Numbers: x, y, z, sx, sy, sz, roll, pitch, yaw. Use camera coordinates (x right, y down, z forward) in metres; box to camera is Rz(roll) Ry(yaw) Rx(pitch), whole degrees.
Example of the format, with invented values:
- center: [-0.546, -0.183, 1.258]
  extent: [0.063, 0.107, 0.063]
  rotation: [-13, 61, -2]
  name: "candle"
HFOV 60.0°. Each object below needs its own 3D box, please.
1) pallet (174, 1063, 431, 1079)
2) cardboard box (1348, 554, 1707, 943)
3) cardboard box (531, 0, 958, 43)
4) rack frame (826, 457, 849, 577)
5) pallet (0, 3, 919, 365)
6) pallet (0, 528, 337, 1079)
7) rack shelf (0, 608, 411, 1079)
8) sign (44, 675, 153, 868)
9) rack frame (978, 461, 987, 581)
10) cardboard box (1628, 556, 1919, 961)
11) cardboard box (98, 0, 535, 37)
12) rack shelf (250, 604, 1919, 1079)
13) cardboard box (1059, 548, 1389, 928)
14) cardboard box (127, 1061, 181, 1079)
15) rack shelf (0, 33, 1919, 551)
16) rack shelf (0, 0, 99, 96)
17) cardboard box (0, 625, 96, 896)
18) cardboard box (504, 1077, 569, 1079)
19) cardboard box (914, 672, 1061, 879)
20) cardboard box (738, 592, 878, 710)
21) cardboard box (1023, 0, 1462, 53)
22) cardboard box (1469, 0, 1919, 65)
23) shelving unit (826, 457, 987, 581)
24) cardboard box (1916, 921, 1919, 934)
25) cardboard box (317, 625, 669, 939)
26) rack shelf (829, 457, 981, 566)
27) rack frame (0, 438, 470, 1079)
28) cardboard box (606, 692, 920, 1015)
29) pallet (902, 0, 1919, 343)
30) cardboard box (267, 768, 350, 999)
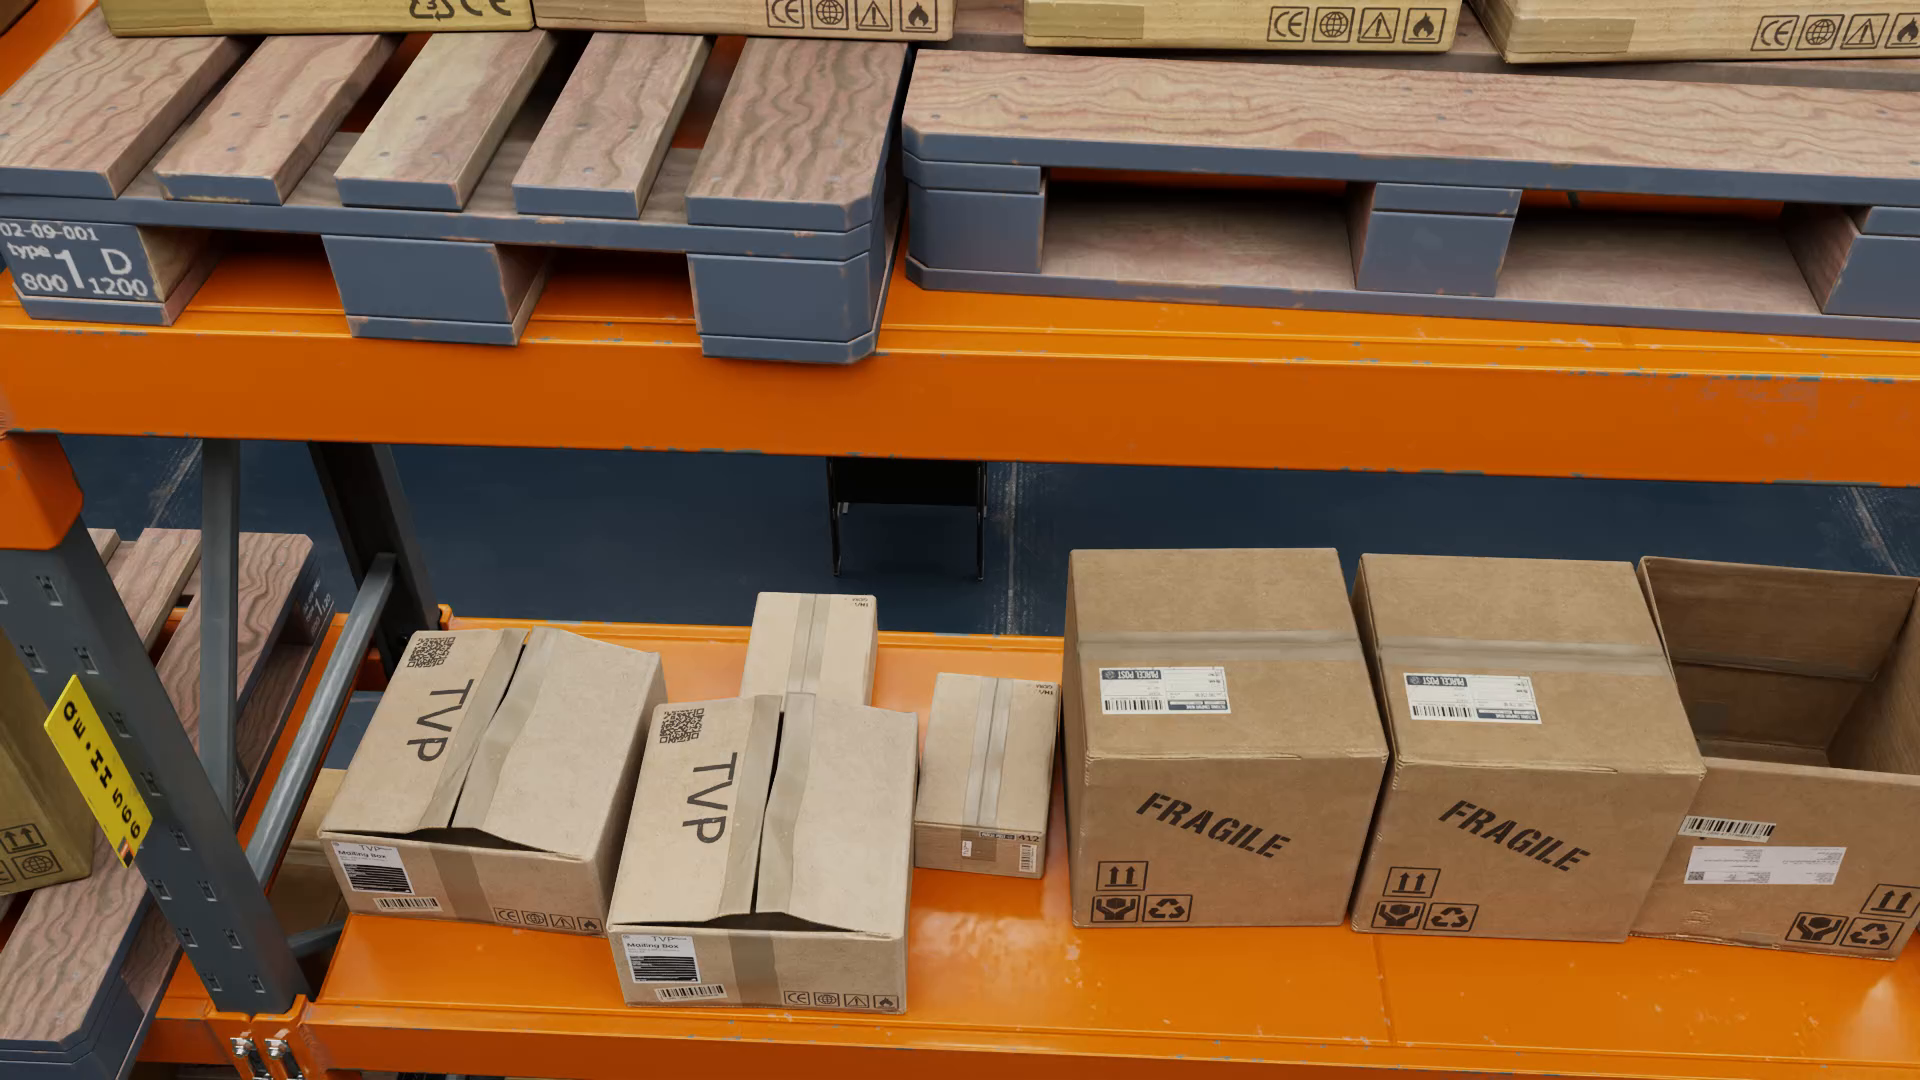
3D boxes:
- center: [-1.965, 1.333, 4.164]
  extent: [1.213, 0.211, 1.003]
  rotation: [2, 43, 2]
  name: "pallet"
- center: [0.982, 0.381, 3.067]
  extent: [0.500, 0.500, 0.500]
  rotation: [2, 43, 2]
  name: "cardboard box"
- center: [-0.241, -0.856, 2.069]
  extent: [0.500, 0.250, 0.500]
  rotation: [3, 43, 3]
  name: "cardboard box"
- center: [-0.409, -0.781, 5.048]
  extent: [0.015, 2.100, 0.400]
  rotation: [2, 43, 2]
  name: "rack frame"
- center: [-0.539, -0.707, 2.247]
  extent: [1.003, 0.211, 1.213]
  rotation: [4, 43, 4]
  name: "pallet"
- center: [-1.901, 0.458, 3.198]
  extent: [1.003, 0.211, 1.213]
  rotation: [2, 43, 2]
  name: "pallet"
- center: [-3.219, 0.563, 3.473]
  extent: [4.000, 0.370, 1.077]
  rotation: [2, 43, 2]
  name: "rack shelf"
- center: [-1.236, 0.336, 2.397]
  extent: [0.005, 0.325, 0.100]
  rotation: [2, 43, 2]
  name: "sign"
- center: [0.078, -0.766, 5.032]
  extent: [0.015, 2.100, 0.400]
  rotation: [2, 43, 2]
  name: "rack frame"
- center: [1.482, 0.397, 3.050]
  extent: [0.500, 0.500, 0.500]
  rotation: [5, 43, 5]
  name: "cardboard box"
- center: [-0.765, -0.860, 2.073]
  extent: [0.500, 0.250, 0.500]
  rotation: [-1, 43, -1]
  name: "cardboard box"
- center: [0.777, 0.686, 3.341]
  extent: [4.000, 0.370, 1.077]
  rotation: [2, 43, 2]
  name: "rack shelf"
- center: [0.456, 0.365, 3.084]
  extent: [0.500, 0.500, 0.500]
  rotation: [0, 43, 0]
  name: "cardboard box"
- center: [-2.166, 1.246, 3.723]
  extent: [0.500, 0.500, 0.500]
  rotation: [3, 43, 4]
  name: "cardboard box"
- center: [0.777, -0.412, 2.319]
  extent: [4.000, 0.370, 1.077]
  rotation: [2, 43, 2]
  name: "rack shelf"
- center: [-3.219, -0.535, 2.450]
  extent: [4.000, 0.370, 1.077]
  rotation: [2, 43, 2]
  name: "rack shelf"
- center: [-1.855, 0.228, 2.923]
  extent: [0.500, 0.500, 0.700]
  rotation: [-12, 44, -12]
  name: "cardboard box"
- center: [-0.711, 1.224, 3.533]
  extent: [0.500, 0.311, 0.500]
  rotation: [3, 43, 3]
  name: "cardboard box"
- center: [0.055, 0.454, 3.246]
  extent: [0.250, 0.149, 0.380]
  rotation: [5, 43, 5]
  name: "cardboard box"
- center: [-0.310, 0.293, 3.420]
  extent: [0.250, 0.149, 0.380]
  rotation: [2, 43, 2]
  name: "cardboard box"
- center: [0.330, -0.831, 2.042]
  extent: [0.500, 0.250, 0.500]
  rotation: [1, 43, 1]
  name: "cardboard box"
- center: [0.868, -0.813, 2.023]
  extent: [0.500, 0.250, 0.500]
  rotation: [-2, 43, -2]
  name: "cardboard box"
- center: [-0.165, -0.773, 5.040]
  extent: [0.503, 2.100, 0.431]
  rotation: [2, 43, 2]
  name: "shelving unit"
- center: [1.888, 0.631, 2.970]
  extent: [0.258, 0.266, 0.396]
  rotation: [1, 43, 1]
  name: "cardboard box"
- center: [-0.860, 0.435, 3.148]
  extent: [0.500, 0.311, 0.500]
  rotation: [4, 43, 5]
  name: "cardboard box"
- center: [-0.165, -0.251, 5.526]
  extent: [0.480, 0.518, 0.431]
  rotation: [2, 43, 2]
  name: "rack shelf"
- center: [-1.221, 0.361, 3.162]
  extent: [0.127, 3.000, 1.000]
  rotation: [2, 43, 2]
  name: "rack frame"
- center: [-0.336, 0.553, 3.021]
  extent: [0.500, 0.311, 0.500]
  rotation: [1, 43, 1]
  name: "cardboard box"
- center: [0.578, -0.675, 2.212]
  extent: [1.213, 0.211, 1.003]
  rotation: [4, 43, 4]
  name: "pallet"
- center: [-1.663, 0.906, 4.088]
  extent: [0.500, 0.500, 0.500]
  rotation: [3, 43, 4]
  name: "cardboard box"
